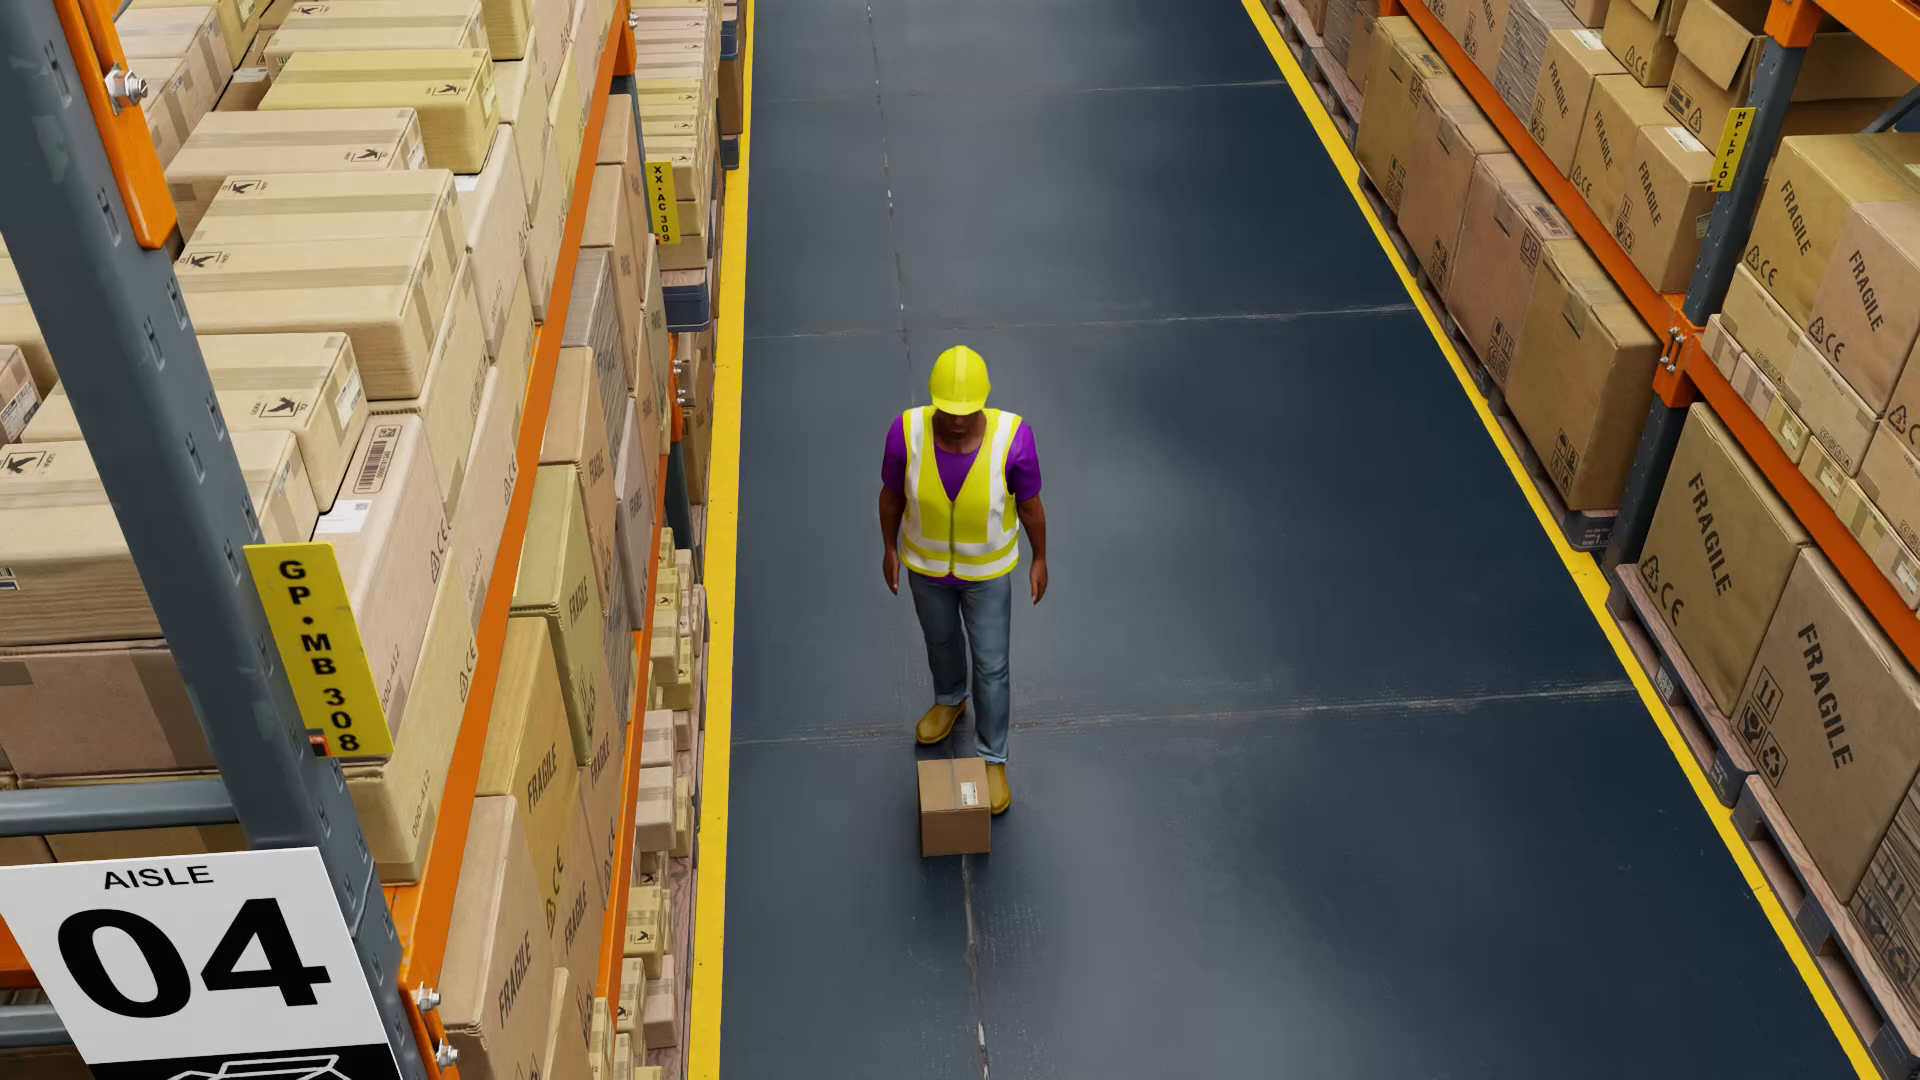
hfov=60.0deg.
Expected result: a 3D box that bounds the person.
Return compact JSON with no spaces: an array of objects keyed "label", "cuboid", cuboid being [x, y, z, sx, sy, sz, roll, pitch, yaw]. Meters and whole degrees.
[{"label":"person","cuboid":[-0.012,0.147,5.935,0.621,1.760,0.643,6,39,8]}]
